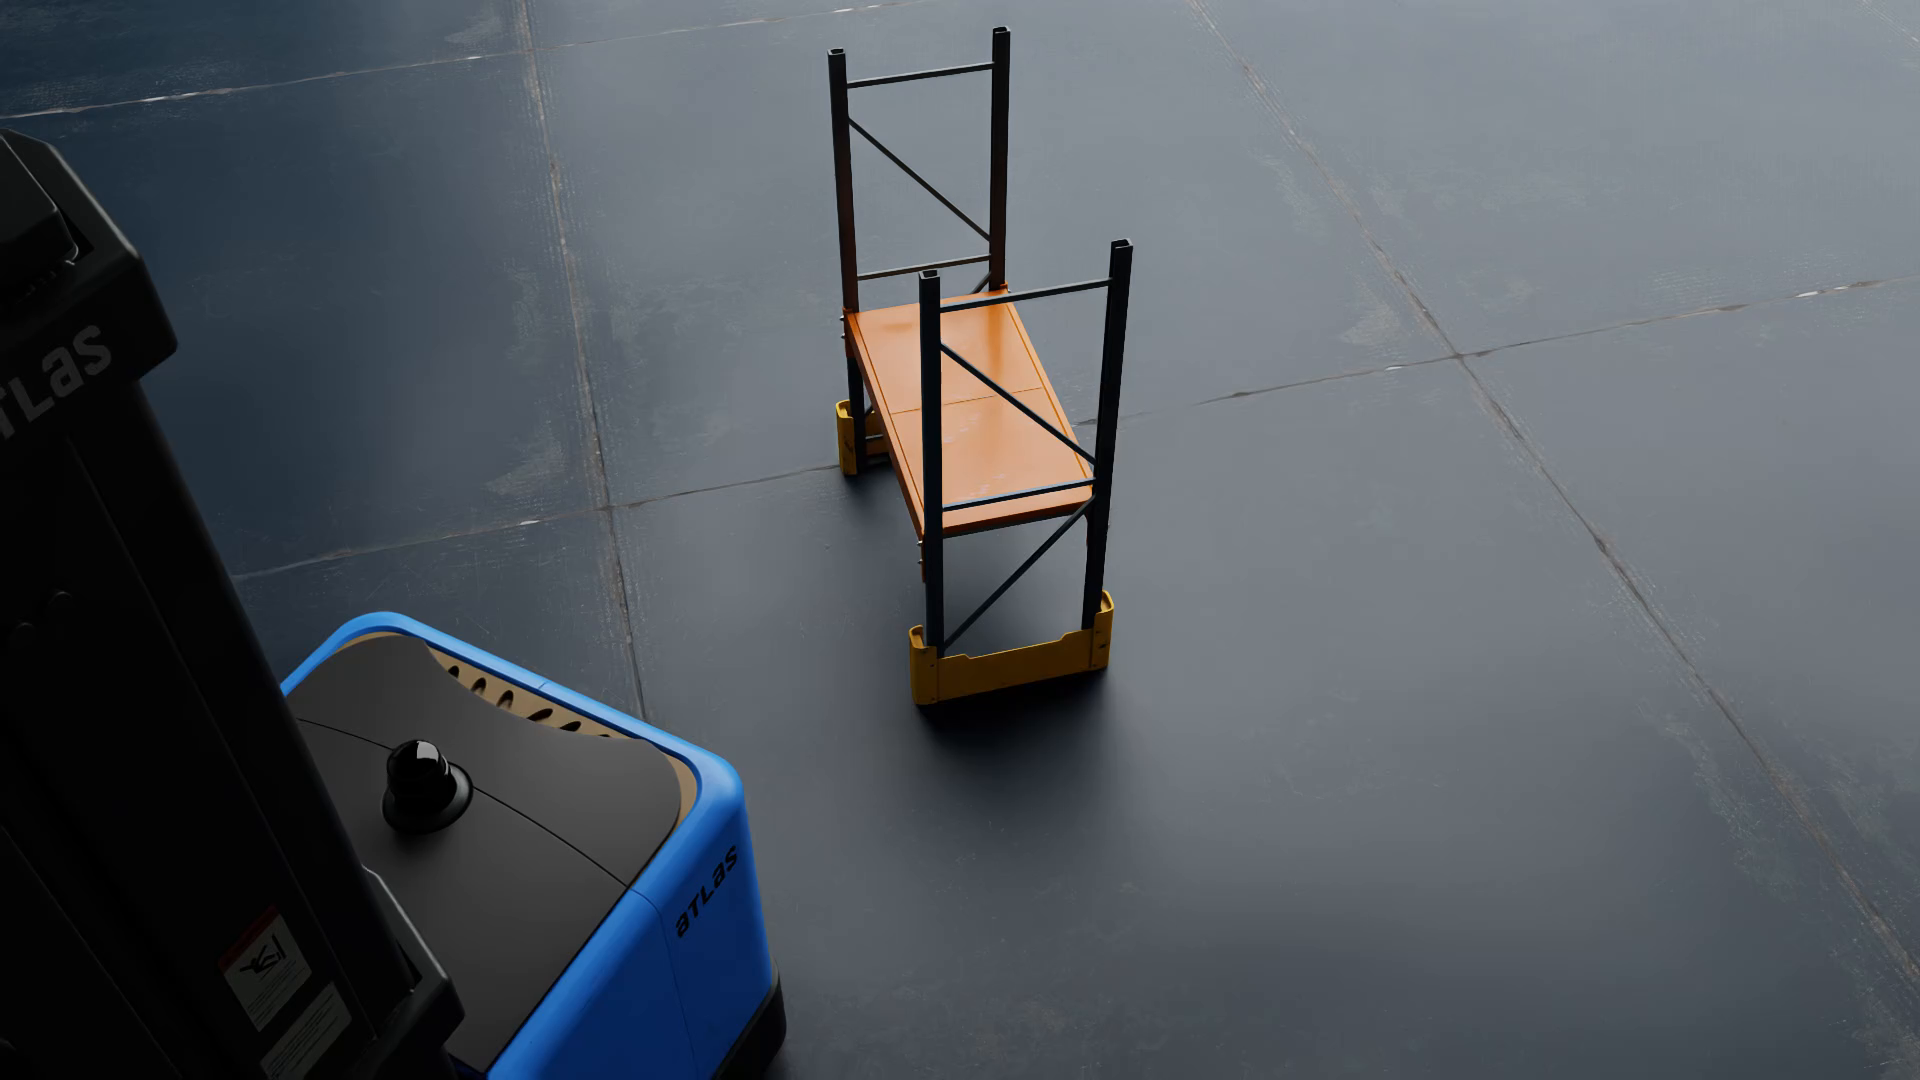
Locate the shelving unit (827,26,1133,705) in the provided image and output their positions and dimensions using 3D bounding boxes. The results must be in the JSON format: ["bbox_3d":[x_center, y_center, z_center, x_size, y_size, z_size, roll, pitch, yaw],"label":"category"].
[{"bbox_3d":[0.020,-0.472,4.663,0.587,1.500,1.083,-11,47,-10],"label":"shelving unit"}]

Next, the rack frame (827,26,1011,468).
[{"bbox_3d":[-0.108,-0.817,5.001,0.500,1.500,0.032,-11,47,-10],"label":"rack frame"}]

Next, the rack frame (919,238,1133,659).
[{"bbox_3d":[0.152,-0.115,4.313,0.500,1.500,0.032,-11,47,-10],"label":"rack frame"}]

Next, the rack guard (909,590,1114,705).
[{"bbox_3d":[0.147,0.309,4.772,0.587,0.250,0.087,-11,47,-10],"label":"rack guard"}]

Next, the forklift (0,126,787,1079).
[{"bbox_3d":[-1.549,0.951,2.266,1.130,2.935,3.031,21,49,19],"label":"forklift"}]

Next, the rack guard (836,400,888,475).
[{"bbox_3d":[-0.108,-0.379,5.446,0.587,0.250,0.087,-11,47,-10],"label":"rack guard"}]

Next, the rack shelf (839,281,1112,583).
[{"bbox_3d":[0.022,-0.340,4.785,0.538,0.185,1.000,-11,47,-10],"label":"rack shelf"}]
